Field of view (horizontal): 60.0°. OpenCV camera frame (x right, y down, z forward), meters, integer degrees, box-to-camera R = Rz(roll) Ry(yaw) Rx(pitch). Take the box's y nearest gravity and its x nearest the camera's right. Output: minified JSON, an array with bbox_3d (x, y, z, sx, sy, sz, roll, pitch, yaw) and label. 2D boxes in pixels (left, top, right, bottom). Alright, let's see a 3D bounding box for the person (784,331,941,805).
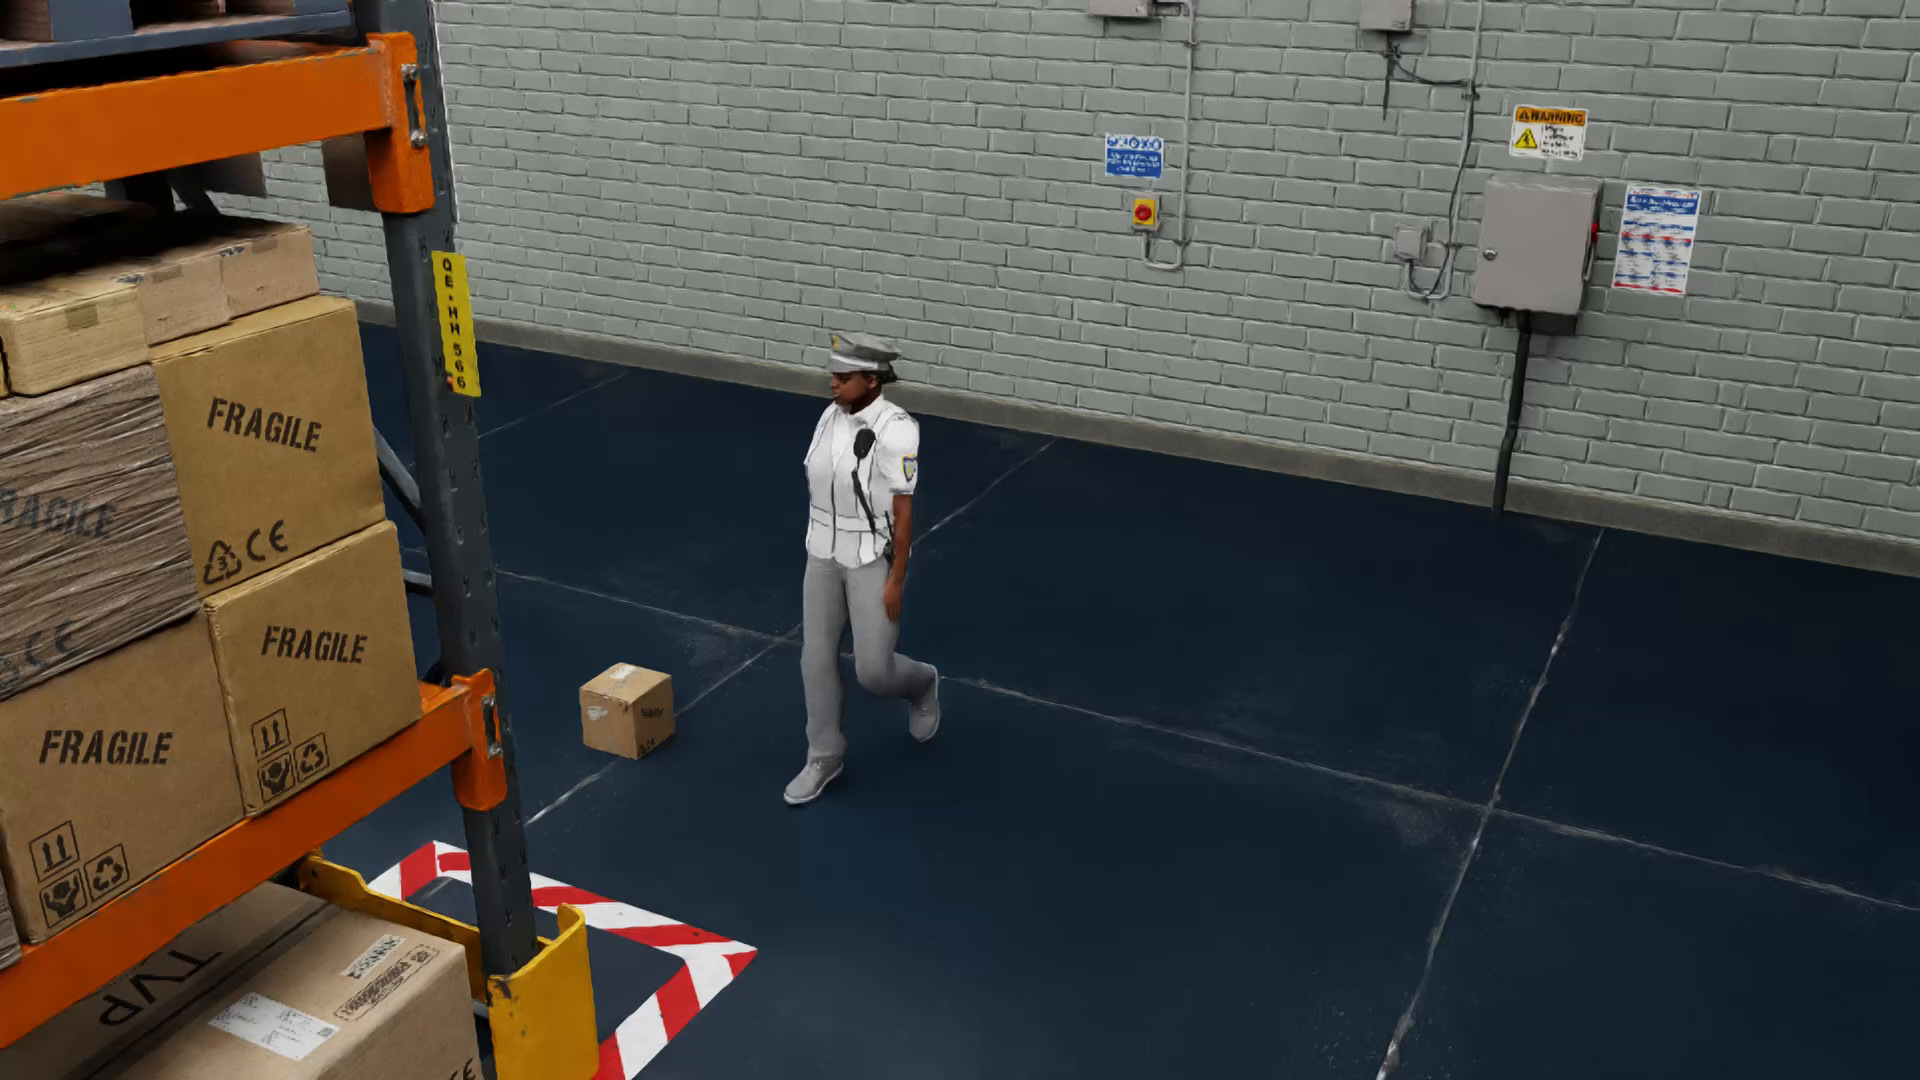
[{"bbox_3d":[-0.382,0.089,5.866,0.478,1.676,0.665,16,28,33],"label":"person"}]
